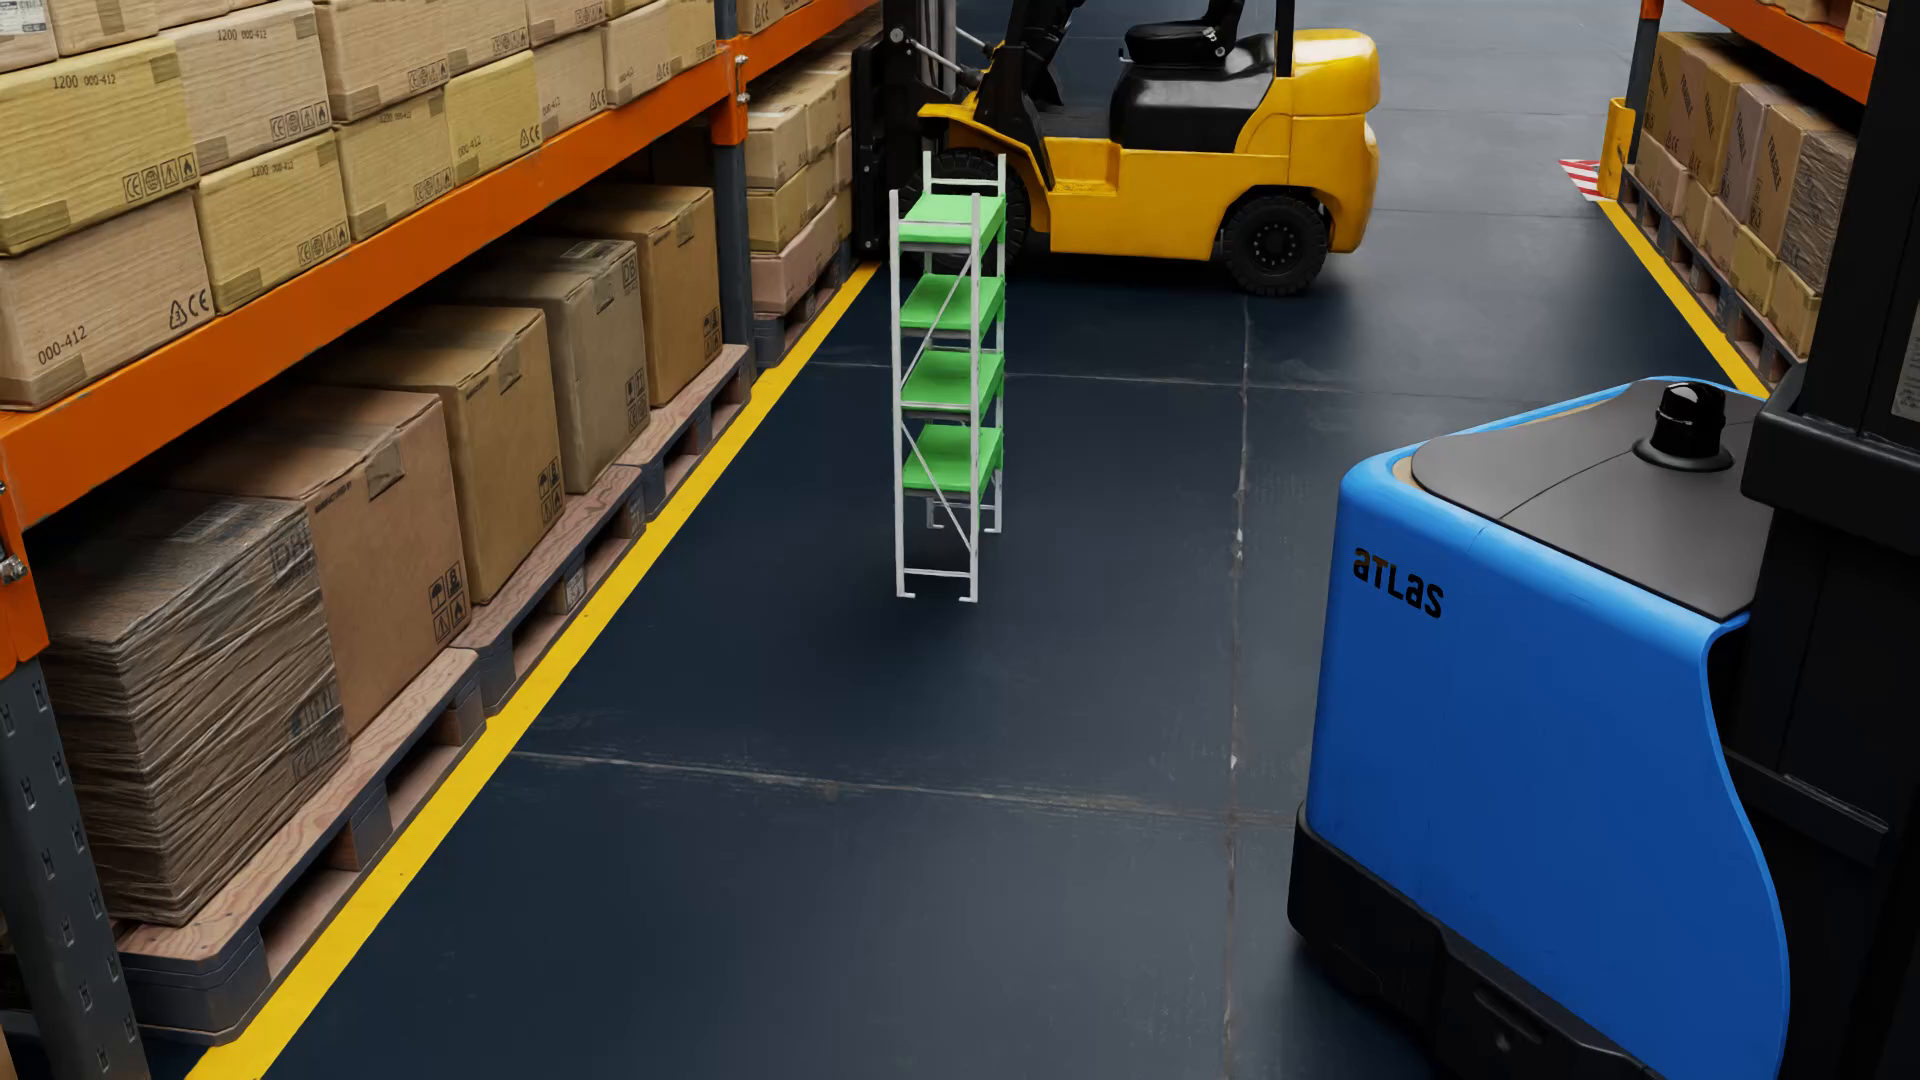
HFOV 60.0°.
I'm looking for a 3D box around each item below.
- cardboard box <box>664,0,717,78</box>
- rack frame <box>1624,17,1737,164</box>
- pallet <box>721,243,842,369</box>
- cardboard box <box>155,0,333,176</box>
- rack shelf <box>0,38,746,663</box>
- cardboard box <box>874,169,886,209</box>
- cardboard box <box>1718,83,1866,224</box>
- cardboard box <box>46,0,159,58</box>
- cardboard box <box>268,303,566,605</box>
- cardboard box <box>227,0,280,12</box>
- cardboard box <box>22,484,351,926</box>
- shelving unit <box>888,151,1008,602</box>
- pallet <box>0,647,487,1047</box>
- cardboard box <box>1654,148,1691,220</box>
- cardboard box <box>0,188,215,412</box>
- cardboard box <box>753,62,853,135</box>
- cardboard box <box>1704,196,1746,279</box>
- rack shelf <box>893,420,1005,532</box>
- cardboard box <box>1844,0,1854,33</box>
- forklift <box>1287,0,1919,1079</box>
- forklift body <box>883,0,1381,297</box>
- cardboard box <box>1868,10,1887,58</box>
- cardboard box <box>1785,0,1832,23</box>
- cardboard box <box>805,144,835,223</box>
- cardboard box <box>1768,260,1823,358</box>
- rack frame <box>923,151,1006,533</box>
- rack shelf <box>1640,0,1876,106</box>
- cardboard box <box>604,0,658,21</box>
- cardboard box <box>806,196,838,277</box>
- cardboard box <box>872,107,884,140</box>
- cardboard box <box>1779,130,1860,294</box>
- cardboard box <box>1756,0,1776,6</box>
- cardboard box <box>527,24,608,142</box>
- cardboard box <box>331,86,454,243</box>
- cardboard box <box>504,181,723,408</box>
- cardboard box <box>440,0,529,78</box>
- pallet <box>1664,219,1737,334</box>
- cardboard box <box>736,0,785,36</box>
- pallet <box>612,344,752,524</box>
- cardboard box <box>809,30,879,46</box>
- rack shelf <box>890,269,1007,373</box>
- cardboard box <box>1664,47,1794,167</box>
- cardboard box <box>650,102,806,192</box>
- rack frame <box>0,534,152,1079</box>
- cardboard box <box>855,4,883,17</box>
[{"bbox_3d":[-1.133,-1.708,5.537,0.500,0.250,0.500,5,25,10],"label":"cardboard box"},{"bbox_3d":[4.242,-3.335,8.837,1.000,3.000,0.127,4,25,9],"label":"rack frame"},{"bbox_3d":[-1.138,-1.072,7.290,1.003,0.211,1.213,4,25,9],"label":"pallet"},{"bbox_3d":[-1.566,-0.868,3.154,0.500,0.250,0.500,5,26,10],"label":"cardboard box"},{"bbox_3d":[-1.636,-0.842,4.360,1.077,0.370,4.000,4,25,9],"label":"rack shelf"},{"bbox_3d":[-0.664,-1.769,8.240,0.500,0.250,0.500,5,26,10],"label":"cardboard box"},{"bbox_3d":[3.584,-1.639,7.077,0.500,0.500,0.500,5,26,11],"label":"cardboard box"},{"bbox_3d":[-1.578,-0.895,2.742,0.380,0.149,0.250,5,25,10],"label":"cardboard box"},{"bbox_3d":[-1.638,-0.262,4.577,0.875,0.625,0.625,3,25,6],"label":"cardboard box"},{"bbox_3d":[-1.531,-1.115,3.211,0.380,0.149,0.250,4,25,9],"label":"cardboard box"},{"bbox_3d":[-1.847,0.294,3.390,0.875,0.625,0.625,5,26,10],"label":"cardboard box"},{"bbox_3d":[-0.027,-0.474,4.848,0.258,1.200,0.503,4,25,9],"label":"shelving unit"},{"bbox_3d":[-1.790,0.590,3.742,1.003,0.211,1.213,4,25,9],"label":"pallet"},{"bbox_3d":[3.747,-1.749,8.196,0.500,0.250,0.500,5,26,10],"label":"cardboard box"},{"bbox_3d":[-1.649,-0.433,2.813,0.500,0.250,0.500,4,25,9],"label":"cardboard box"},{"bbox_3d":[-0.757,-2.005,7.564,0.500,0.250,0.500,5,26,10],"label":"cardboard box"},{"bbox_3d":[3.585,-1.309,7.256,0.500,0.250,0.500,4,25,9],"label":"cardboard box"},{"bbox_3d":[-0.027,-0.199,4.977,0.258,0.148,0.480,4,25,9],"label":"rack shelf"},{"bbox_3d":[3.494,-1.913,6.094,0.380,0.149,0.250,4,25,9],"label":"cardboard box"},{"bbox_3d":[1.894,-0.080,1.964,1.130,2.935,3.031,-15,29,-29],"label":"forklift"},{"bbox_3d":[0.835,-2.374,7.784,2.313,2.155,1.214,4,25,9],"label":"forklift body"},{"bbox_3d":[3.340,-1.704,5.649,0.380,0.149,0.250,4,25,8],"label":"cardboard box"},{"bbox_3d":[3.503,-2.129,6.557,0.380,0.149,0.250,4,25,8],"label":"cardboard box"},{"bbox_3d":[-0.845,-1.568,7.219,0.500,0.250,0.500,4,25,8],"label":"cardboard box"},{"bbox_3d":[3.420,-0.873,6.325,0.500,0.250,0.500,5,26,11],"label":"cardboard box"},{"bbox_3d":[0.013,-0.576,5.066,0.240,1.200,0.015,4,25,9],"label":"rack frame"},{"bbox_3d":[3.915,-2.173,7.203,1.077,0.370,4.000,4,25,9],"label":"rack shelf"},{"bbox_3d":[-1.214,-1.725,4.983,0.500,0.250,0.500,3,25,7],"label":"cardboard box"},{"bbox_3d":[-0.835,-1.342,7.328,0.500,0.250,0.500,3,25,7],"label":"cardboard box"},{"bbox_3d":[-0.668,-1.988,8.118,0.500,0.250,0.500,4,25,8],"label":"cardboard box"},{"bbox_3d":[3.421,-1.213,6.167,0.500,0.500,0.500,4,25,8],"label":"cardboard box"},{"bbox_3d":[3.581,-2.344,7.017,0.380,0.149,0.250,4,25,9],"label":"cardboard box"},{"bbox_3d":[-1.321,-1.292,4.648,0.500,0.250,0.500,4,25,9],"label":"cardboard box"},{"bbox_3d":[-1.485,-0.858,3.723,0.500,0.250,0.500,3,25,7],"label":"cardboard box"},{"bbox_3d":[-1.383,-0.900,5.941,0.875,0.625,0.625,5,26,11],"label":"cardboard box"},{"bbox_3d":[-1.404,-1.301,4.079,0.500,0.250,0.500,4,25,9],"label":"cardboard box"},{"bbox_3d":[3.861,-1.195,7.553,1.003,0.211,1.213,4,25,9],"label":"pallet"},{"bbox_3d":[-0.979,-2.218,6.331,0.500,0.500,0.500,3,25,7],"label":"cardboard box"},{"bbox_3d":[-1.391,-0.431,5.922,1.003,0.211,1.213,4,25,9],"label":"pallet"},{"bbox_3d":[-0.573,-2.436,8.484,0.500,0.250,0.500,4,25,9],"label":"cardboard box"},{"bbox_3d":[-0.027,-0.634,4.773,0.258,0.148,0.480,4,25,9],"label":"rack shelf"},{"bbox_3d":[3.753,-2.073,8.003,0.500,0.500,0.500,3,25,7],"label":"cardboard box"},{"bbox_3d":[-0.920,-1.583,6.662,0.500,0.250,0.500,4,25,8],"label":"cardboard box"},{"bbox_3d":[-1.959,-0.332,2.420,0.949,2.616,0.053,4,25,9],"label":"rack frame"},{"bbox_3d":[-0.423,-2.861,9.393,0.500,0.250,0.500,5,26,10],"label":"cardboard box"}]
